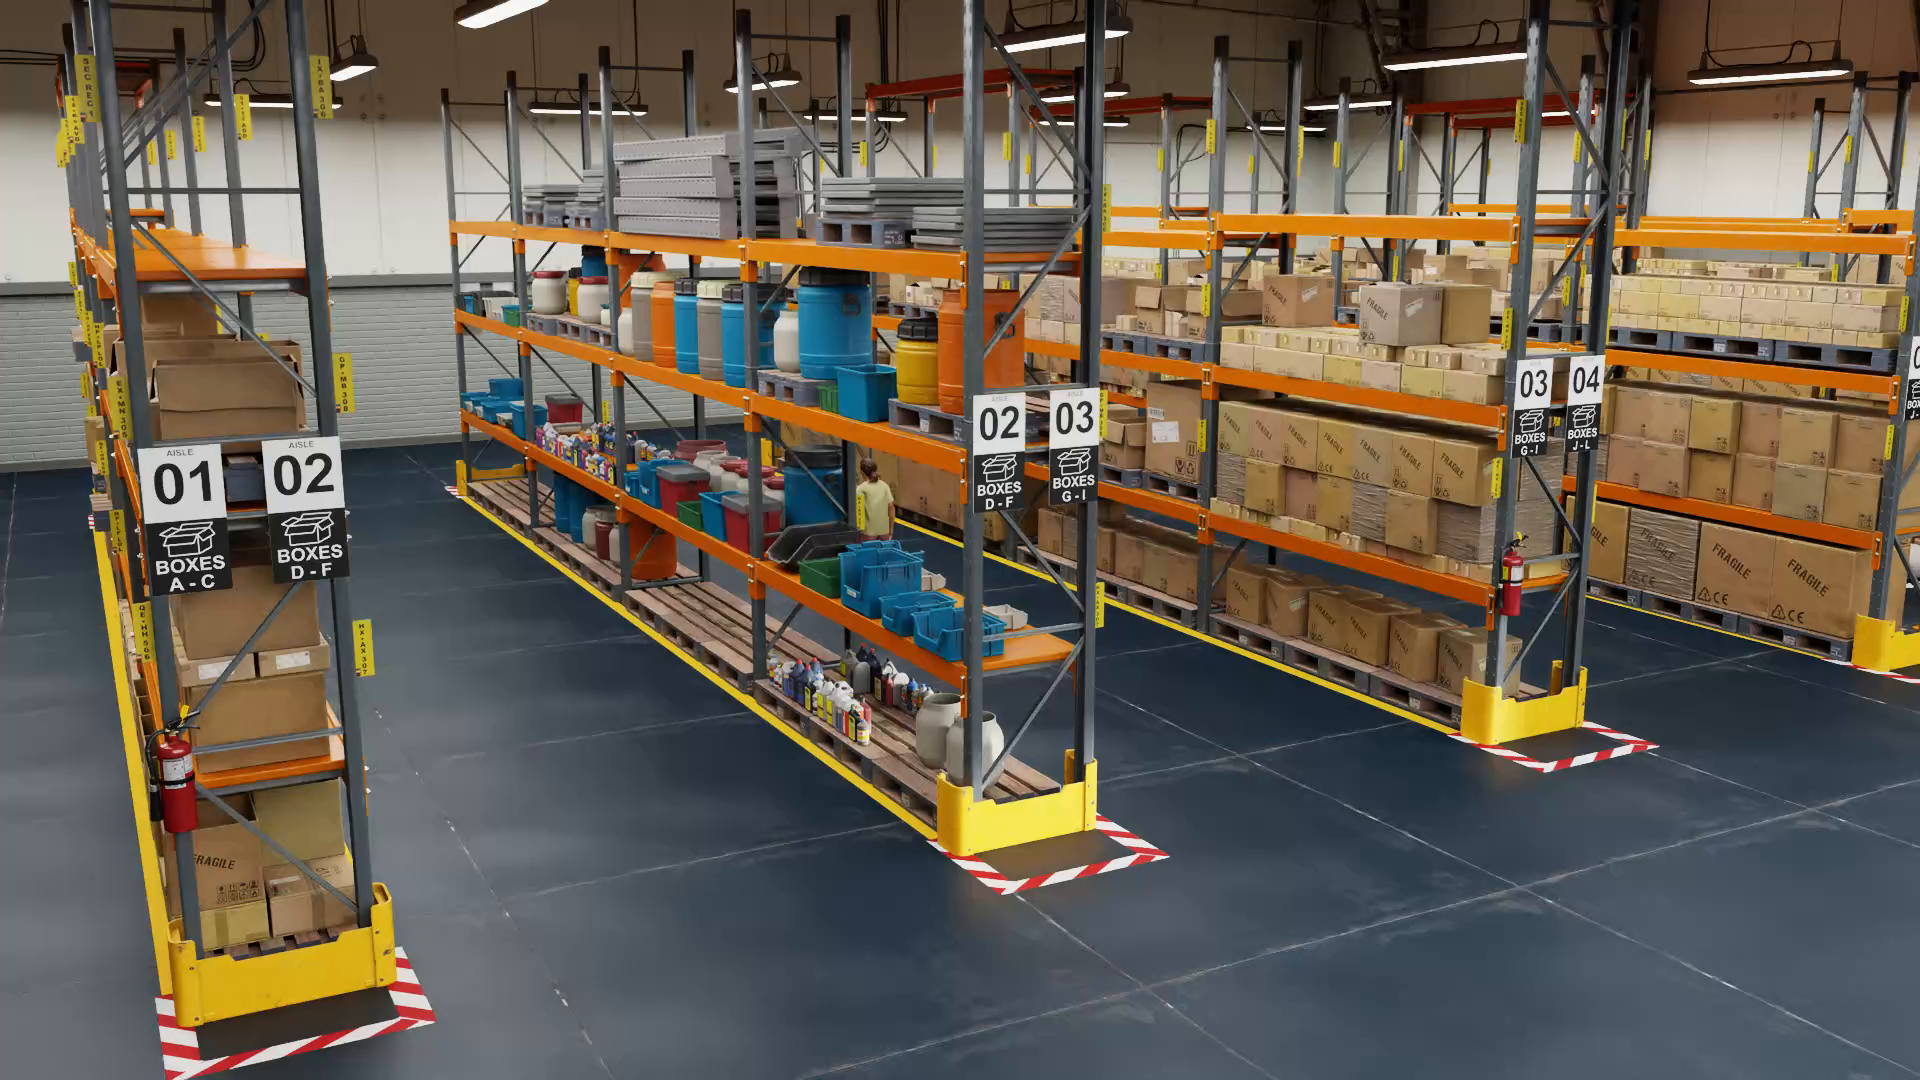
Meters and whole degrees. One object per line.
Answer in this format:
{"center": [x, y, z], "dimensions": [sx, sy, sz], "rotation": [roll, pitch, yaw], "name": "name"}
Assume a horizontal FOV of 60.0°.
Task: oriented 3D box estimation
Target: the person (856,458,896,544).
{"center": [-0.954, -0.072, 18.303], "dimensions": [0.499, 1.673, 0.357], "rotation": [-6, 13, -28], "name": "person"}
